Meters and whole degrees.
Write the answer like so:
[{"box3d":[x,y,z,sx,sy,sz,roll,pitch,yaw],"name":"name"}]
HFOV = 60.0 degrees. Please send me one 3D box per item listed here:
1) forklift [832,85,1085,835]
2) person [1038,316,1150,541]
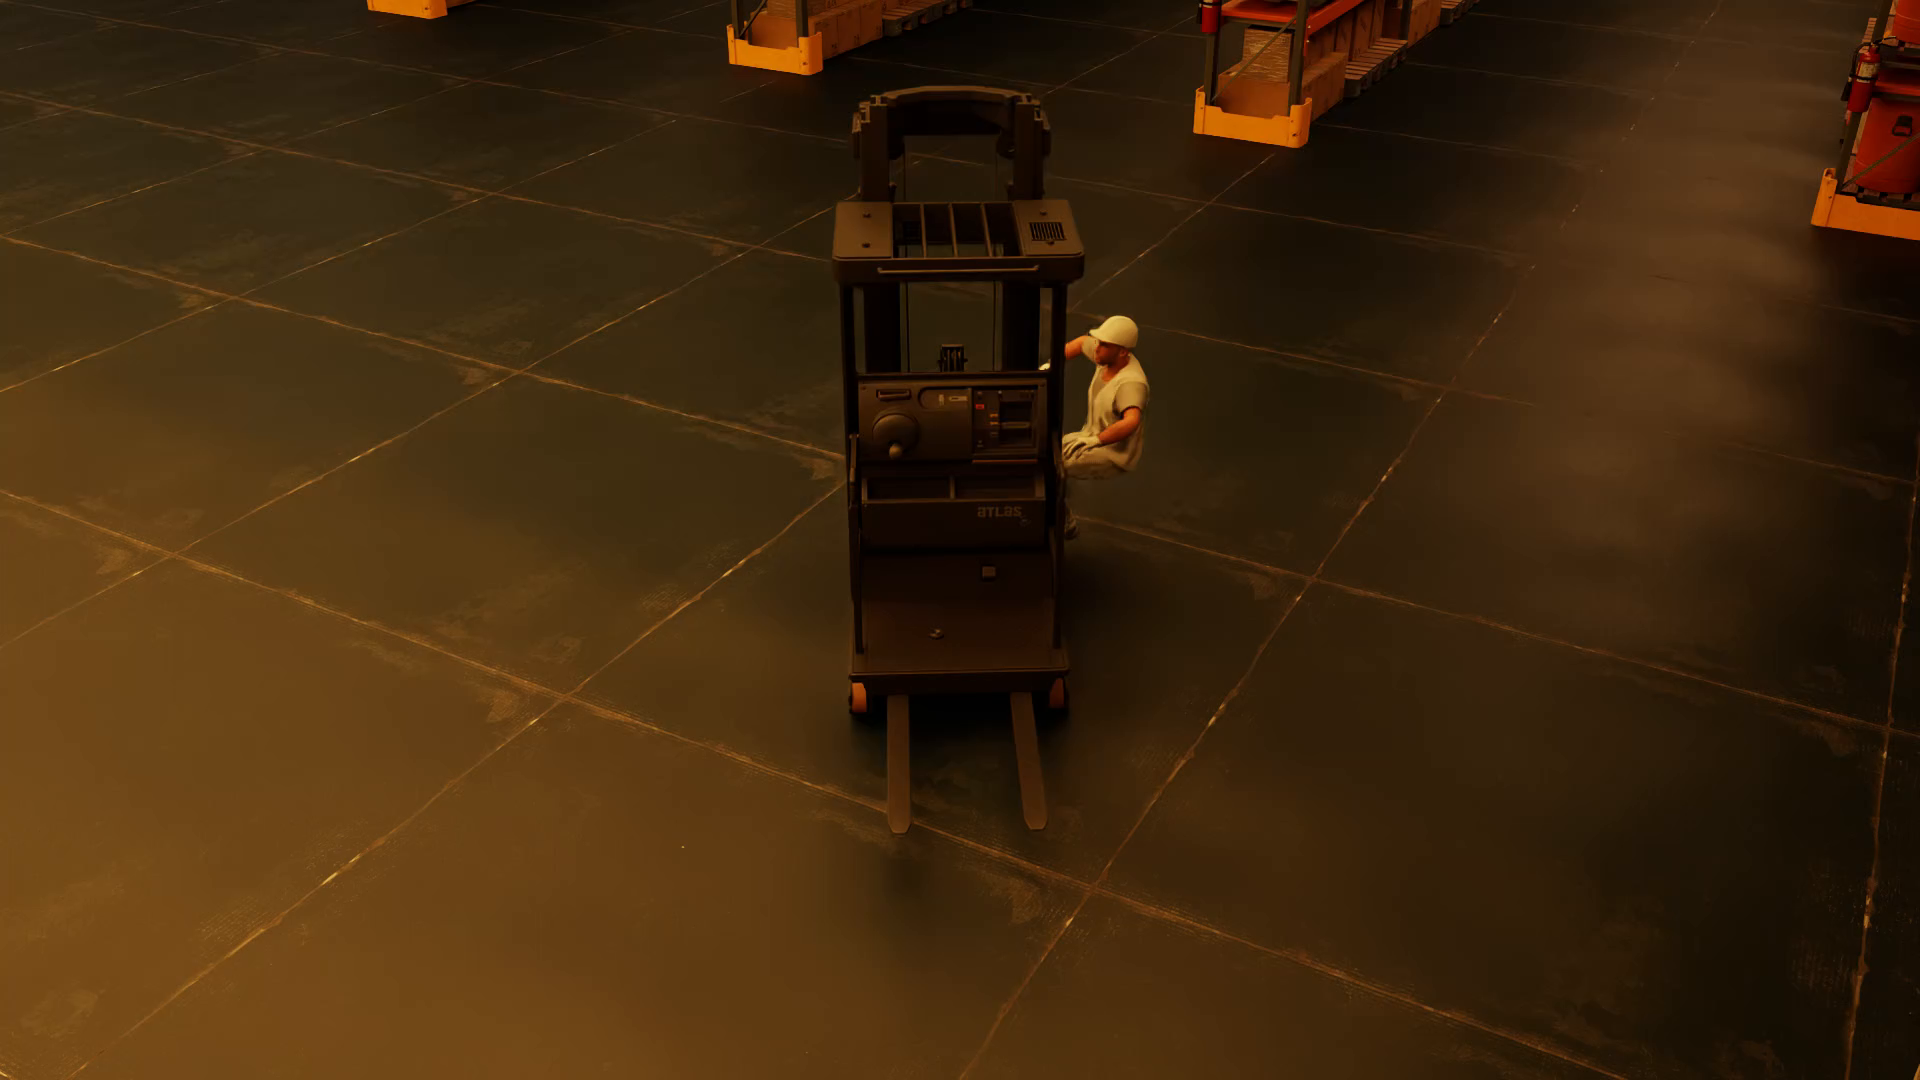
[{"box3d":[-0.022,-0.547,8.018,1.130,2.935,3.031,-1,30,-2],"name":"forklift"},{"box3d":[0.605,-0.549,9.340,0.860,1.499,1.136,-12,32,-19],"name":"person"}]
